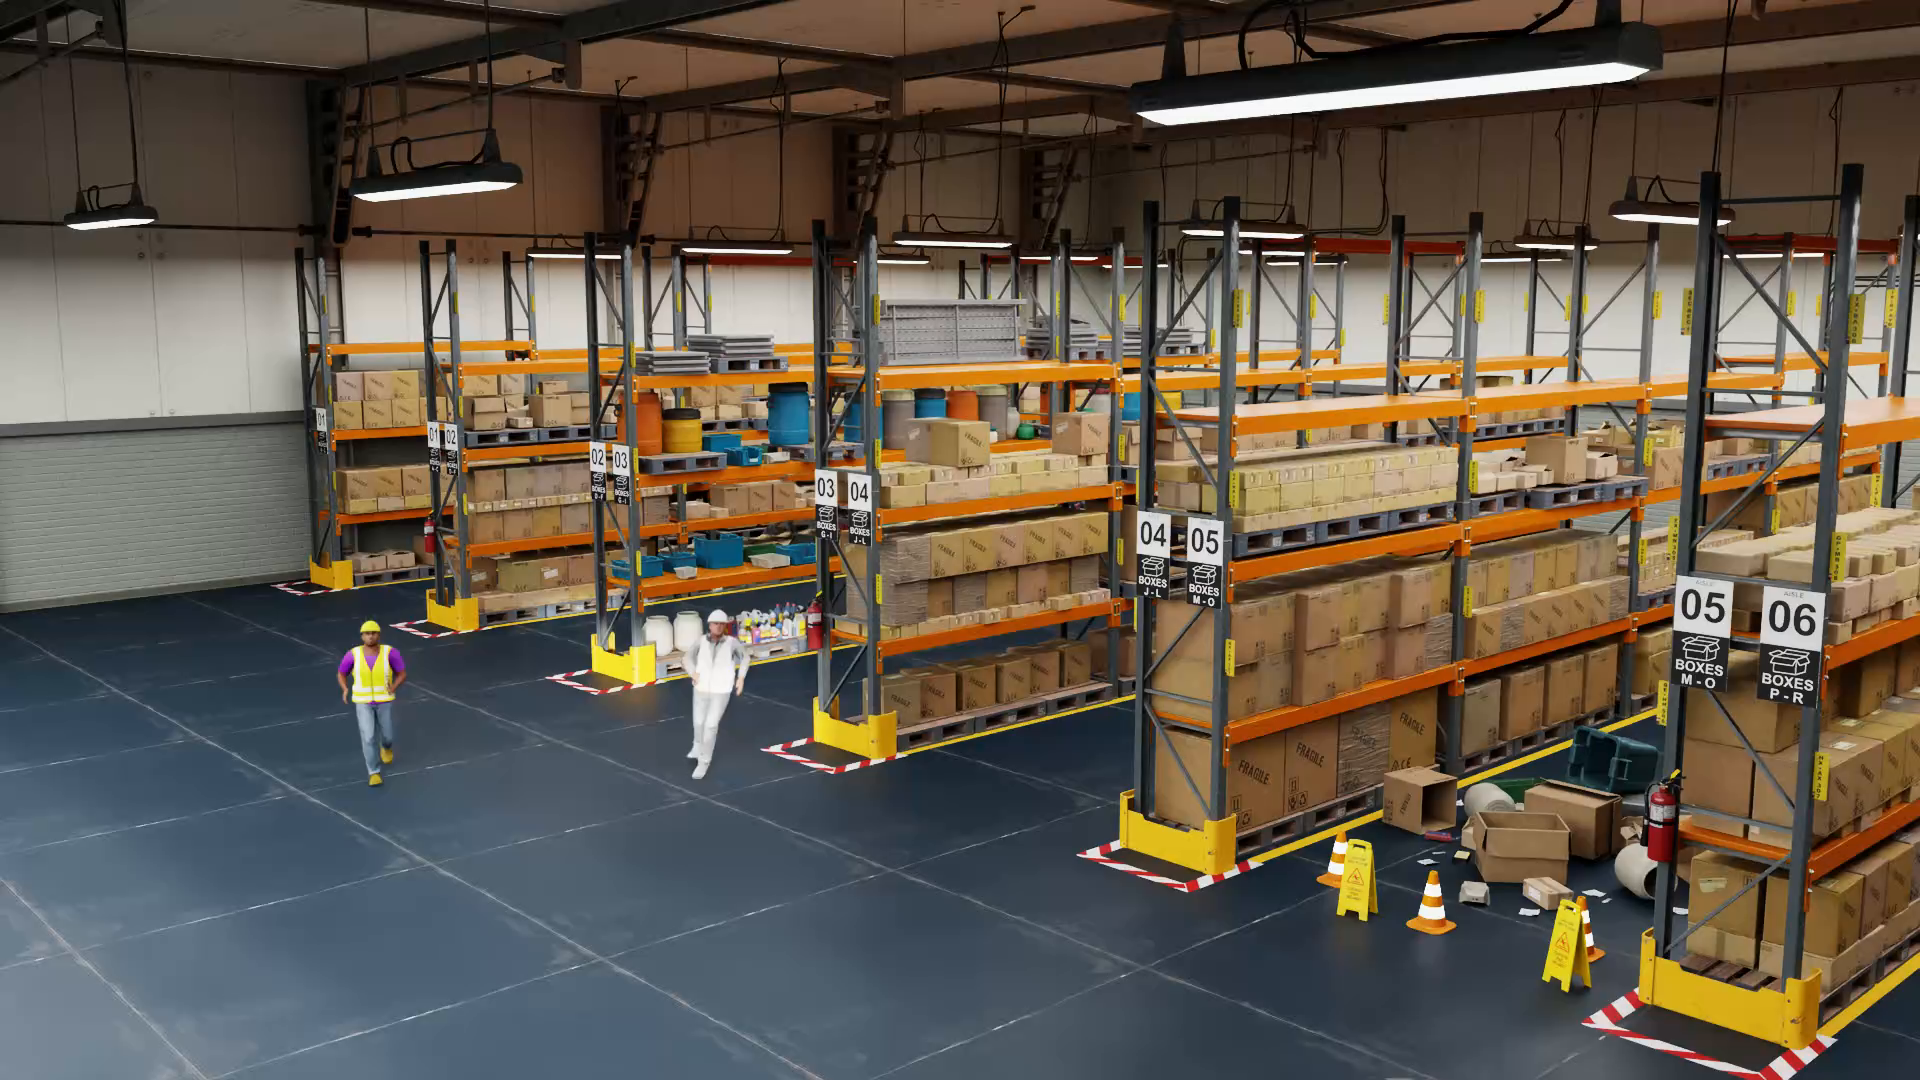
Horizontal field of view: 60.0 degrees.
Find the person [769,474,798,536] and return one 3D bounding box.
[{"bbox_3d":[-3.421,-0.526,33.053,0.778,1.820,0.677,-7,11,-41],"label":"person"}]

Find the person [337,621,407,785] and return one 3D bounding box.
[{"bbox_3d":[-6.282,1.716,17.804,0.709,1.729,0.771,-3,9,-19],"label":"person"}]

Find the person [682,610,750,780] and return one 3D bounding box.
[{"bbox_3d":[-2.697,1.651,18.178,0.730,1.786,0.842,1,8,5],"label":"person"}]
